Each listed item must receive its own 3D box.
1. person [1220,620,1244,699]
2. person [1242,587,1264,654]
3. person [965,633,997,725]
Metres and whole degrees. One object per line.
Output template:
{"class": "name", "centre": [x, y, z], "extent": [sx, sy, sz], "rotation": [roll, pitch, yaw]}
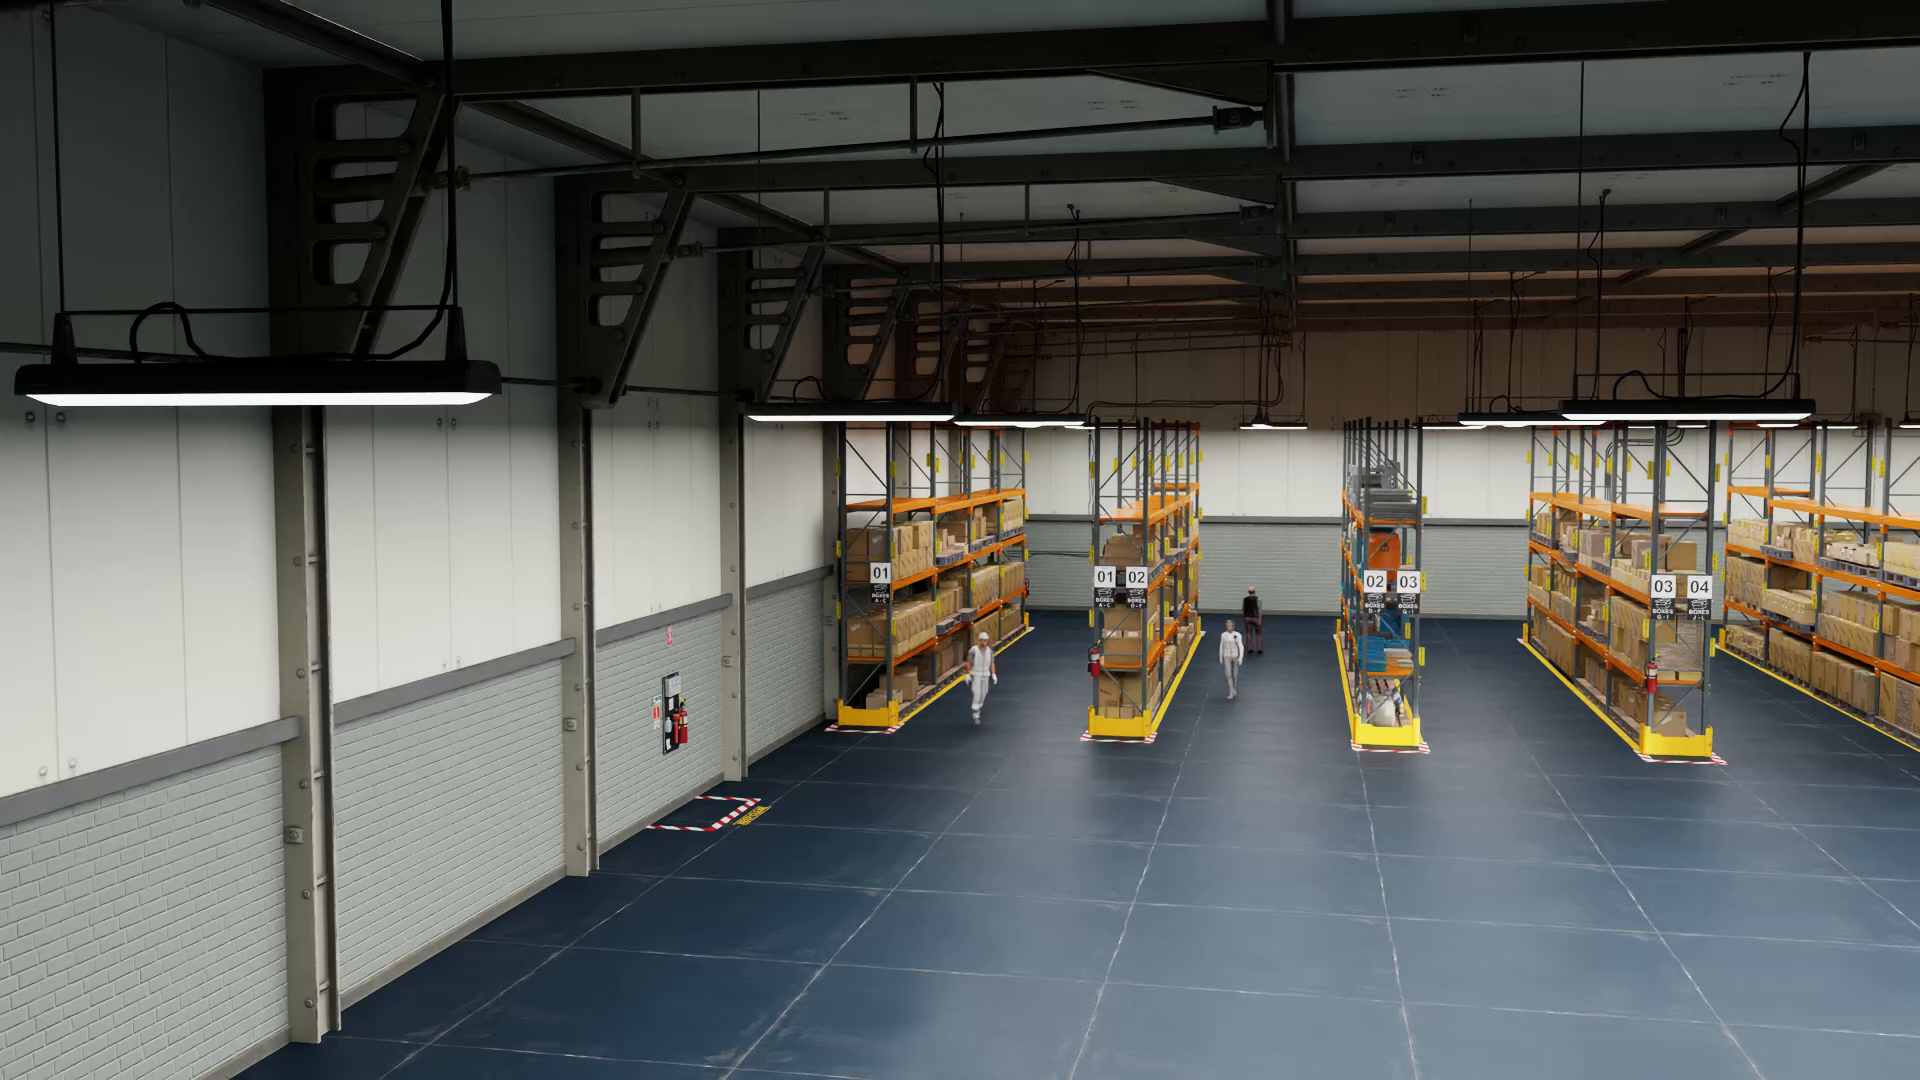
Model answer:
{"class": "person", "centre": [5.874, 2.584, 35.952], "extent": [0.513, 1.728, 0.628], "rotation": [1, 4, 8]}
{"class": "person", "centre": [7.567, 2.098, 43.009], "extent": [0.572, 1.791, 0.475], "rotation": [2, 4, 25]}
{"class": "person", "centre": [0.407, 2.707, 32.866], "extent": [0.628, 1.750, 0.856], "rotation": [-2, 4, -26]}
